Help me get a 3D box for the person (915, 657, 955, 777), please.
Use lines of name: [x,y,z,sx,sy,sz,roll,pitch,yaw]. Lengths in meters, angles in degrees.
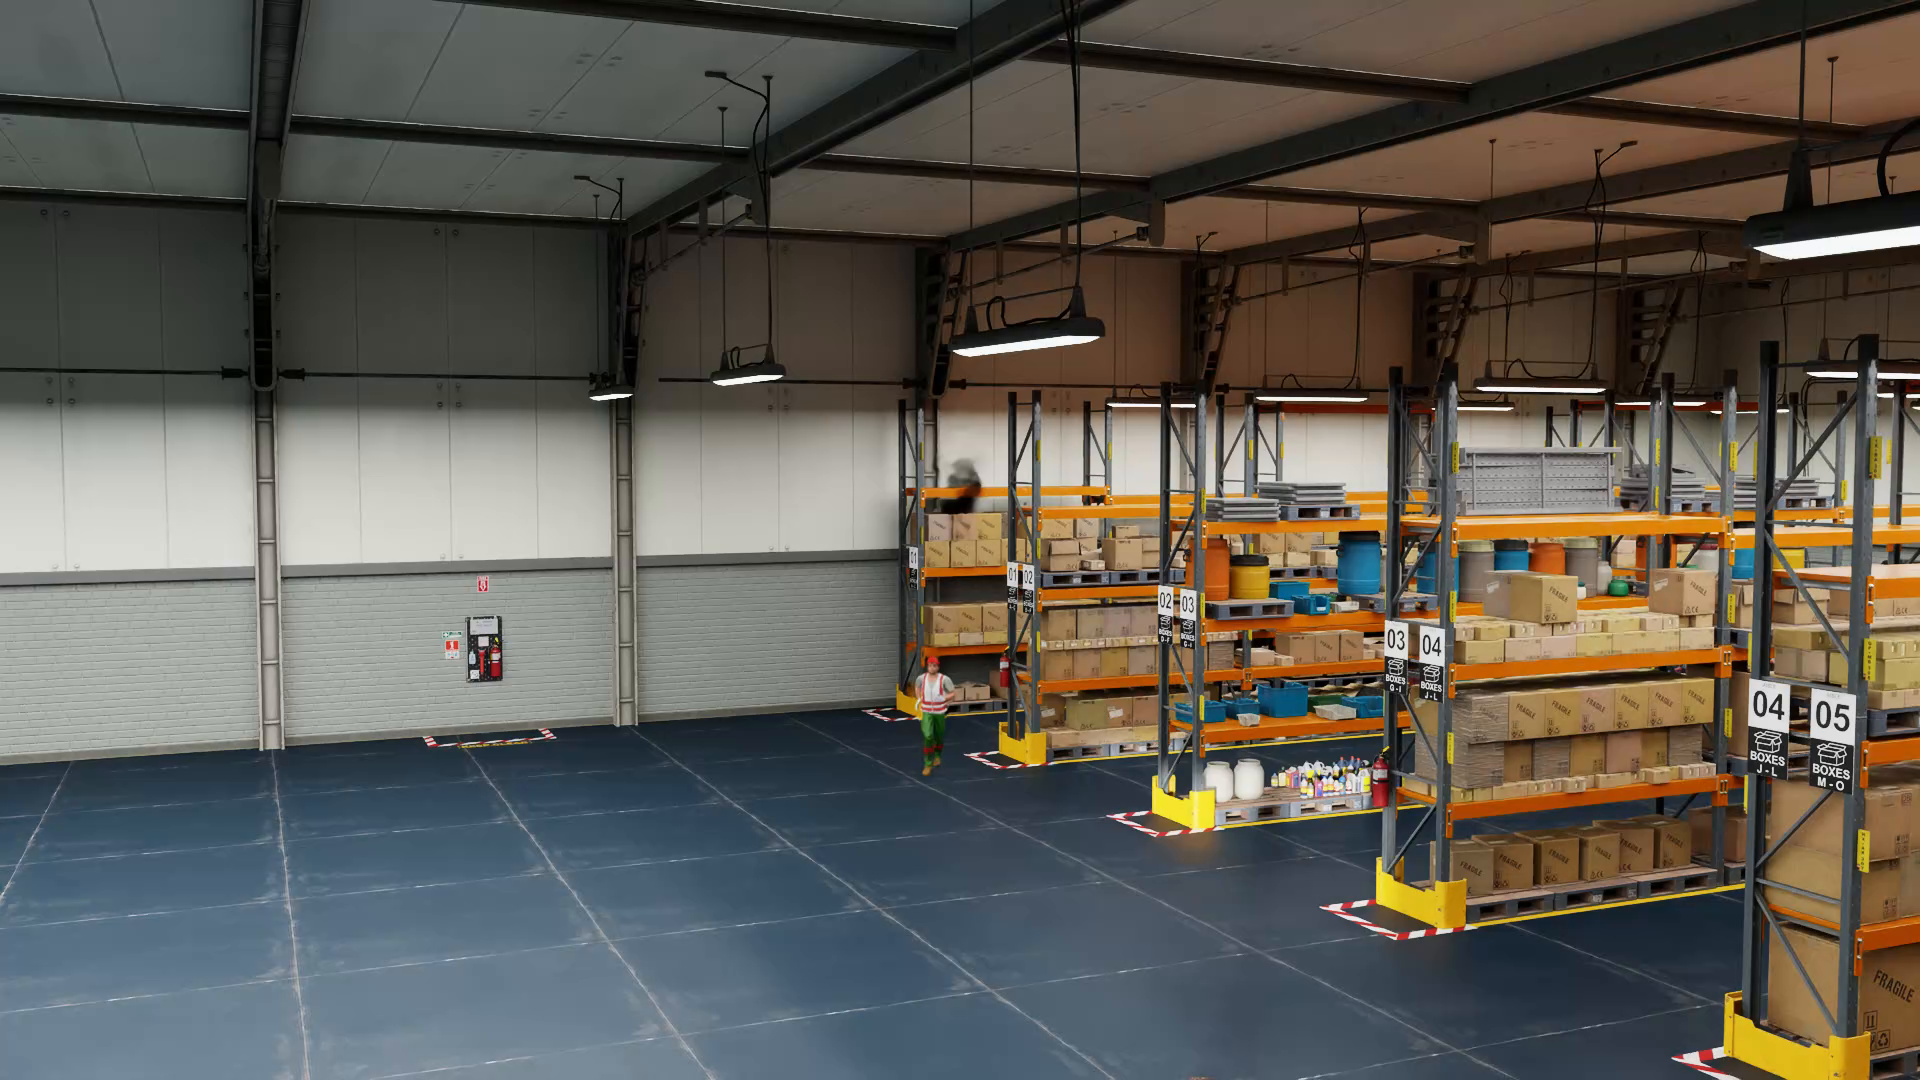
person: [-0.394,2.712,25.923,0.648,1.815,0.857,0,3,5]
